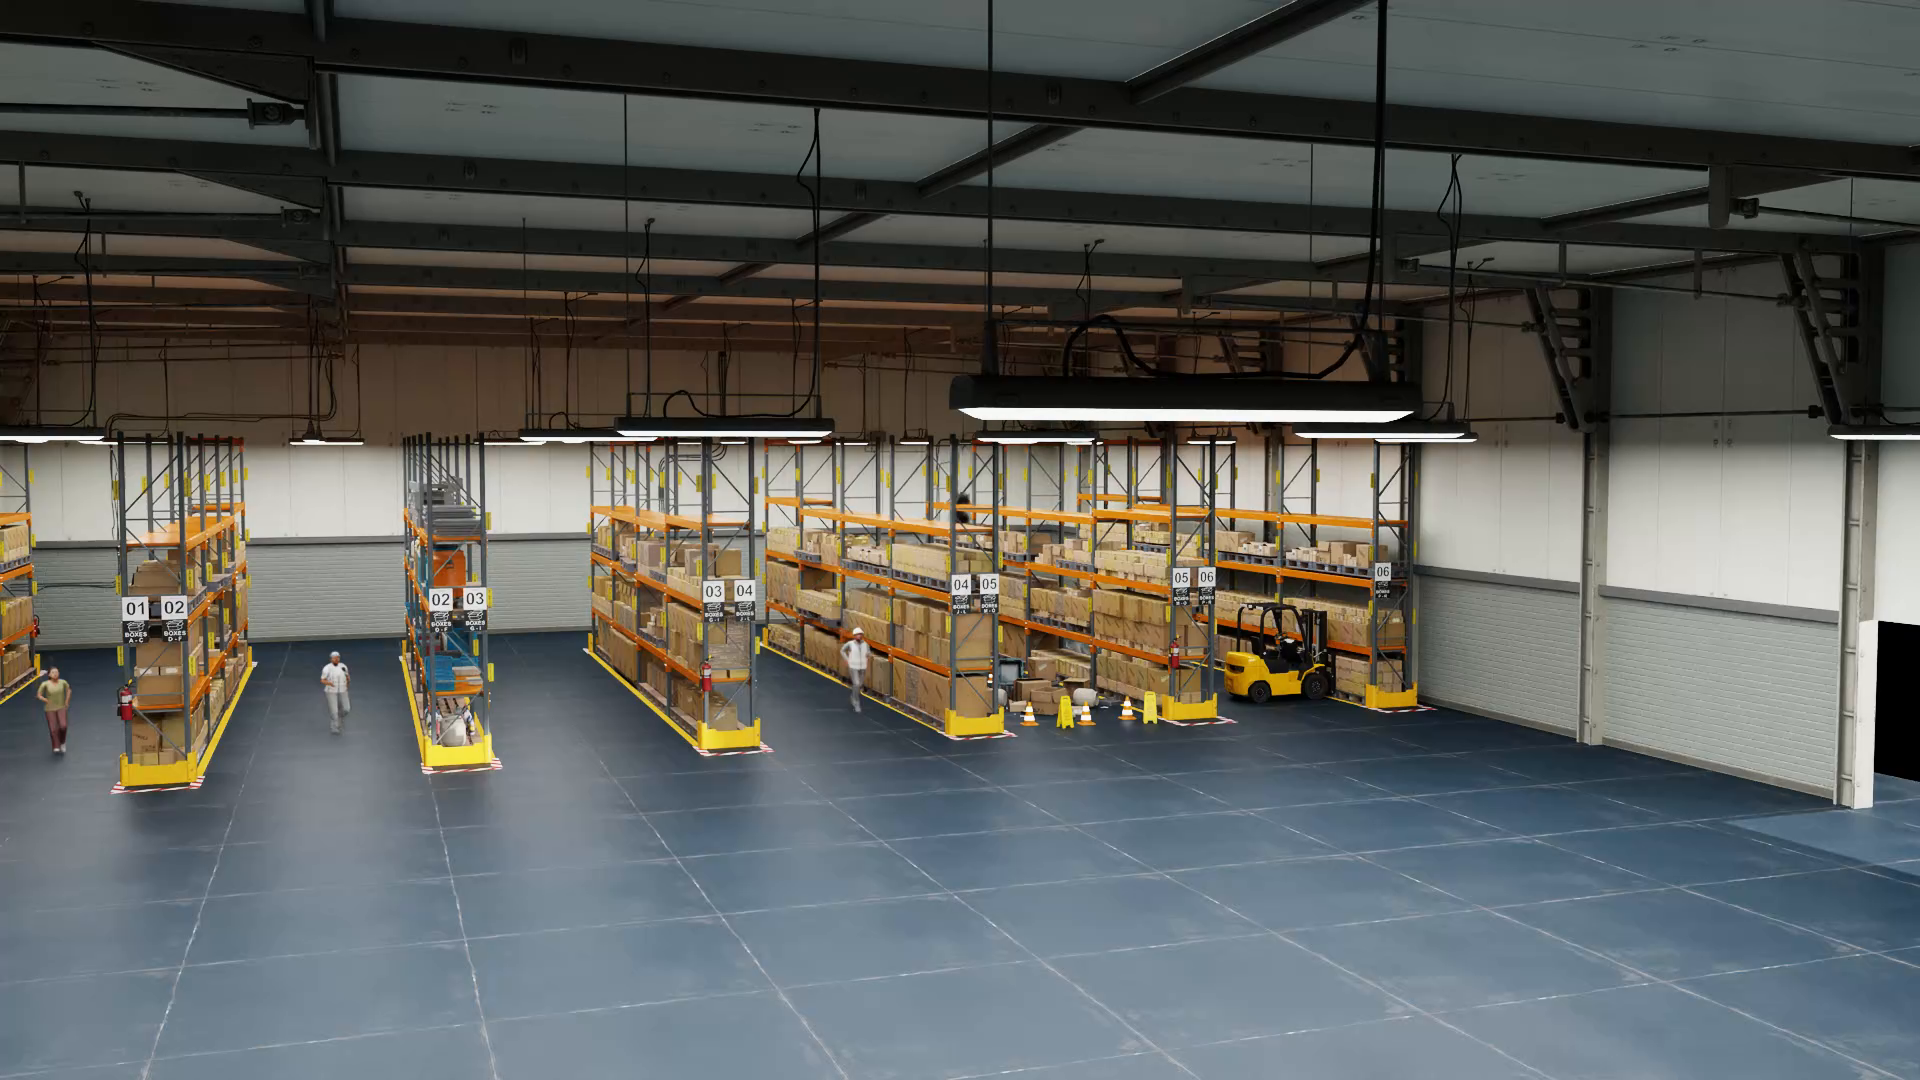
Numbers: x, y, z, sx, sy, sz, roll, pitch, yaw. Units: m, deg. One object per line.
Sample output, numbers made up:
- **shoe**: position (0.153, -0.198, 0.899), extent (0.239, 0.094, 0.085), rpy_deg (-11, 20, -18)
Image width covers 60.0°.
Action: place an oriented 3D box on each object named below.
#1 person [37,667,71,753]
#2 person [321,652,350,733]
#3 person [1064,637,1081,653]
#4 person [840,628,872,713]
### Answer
- **person**: position (-16.876, 3.173, 31.011), extent (0.581, 1.632, 0.583), rpy_deg (-2, 4, -35)
- **person**: position (-12.480, 3.056, 33.351), extent (0.593, 1.622, 0.546), rpy_deg (-2, 4, -37)
- **person**: position (3.013, 2.352, 44.841), extent (0.642, 1.835, 0.763), rpy_deg (-1, 3, -24)
- **person**: position (-2.241, 2.828, 36.330), extent (0.642, 1.837, 0.799), rpy_deg (-2, 4, -29)
